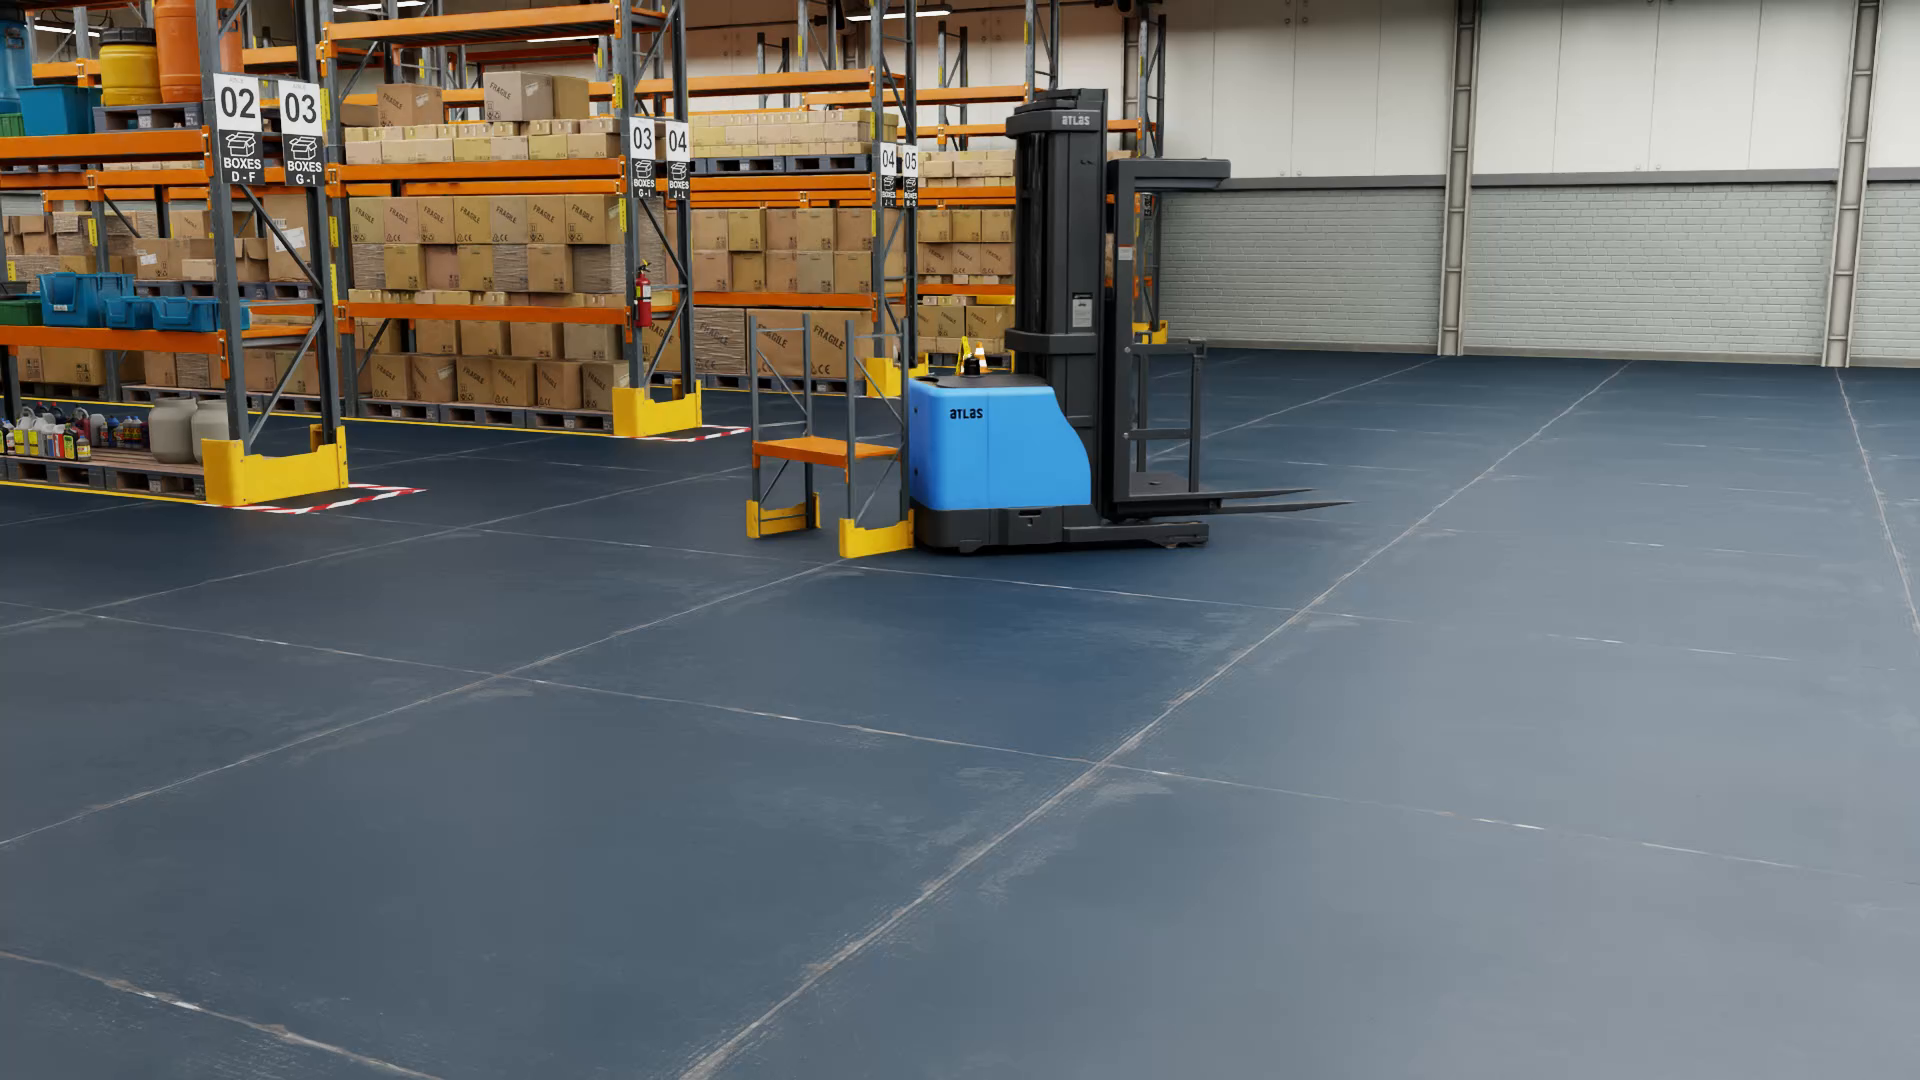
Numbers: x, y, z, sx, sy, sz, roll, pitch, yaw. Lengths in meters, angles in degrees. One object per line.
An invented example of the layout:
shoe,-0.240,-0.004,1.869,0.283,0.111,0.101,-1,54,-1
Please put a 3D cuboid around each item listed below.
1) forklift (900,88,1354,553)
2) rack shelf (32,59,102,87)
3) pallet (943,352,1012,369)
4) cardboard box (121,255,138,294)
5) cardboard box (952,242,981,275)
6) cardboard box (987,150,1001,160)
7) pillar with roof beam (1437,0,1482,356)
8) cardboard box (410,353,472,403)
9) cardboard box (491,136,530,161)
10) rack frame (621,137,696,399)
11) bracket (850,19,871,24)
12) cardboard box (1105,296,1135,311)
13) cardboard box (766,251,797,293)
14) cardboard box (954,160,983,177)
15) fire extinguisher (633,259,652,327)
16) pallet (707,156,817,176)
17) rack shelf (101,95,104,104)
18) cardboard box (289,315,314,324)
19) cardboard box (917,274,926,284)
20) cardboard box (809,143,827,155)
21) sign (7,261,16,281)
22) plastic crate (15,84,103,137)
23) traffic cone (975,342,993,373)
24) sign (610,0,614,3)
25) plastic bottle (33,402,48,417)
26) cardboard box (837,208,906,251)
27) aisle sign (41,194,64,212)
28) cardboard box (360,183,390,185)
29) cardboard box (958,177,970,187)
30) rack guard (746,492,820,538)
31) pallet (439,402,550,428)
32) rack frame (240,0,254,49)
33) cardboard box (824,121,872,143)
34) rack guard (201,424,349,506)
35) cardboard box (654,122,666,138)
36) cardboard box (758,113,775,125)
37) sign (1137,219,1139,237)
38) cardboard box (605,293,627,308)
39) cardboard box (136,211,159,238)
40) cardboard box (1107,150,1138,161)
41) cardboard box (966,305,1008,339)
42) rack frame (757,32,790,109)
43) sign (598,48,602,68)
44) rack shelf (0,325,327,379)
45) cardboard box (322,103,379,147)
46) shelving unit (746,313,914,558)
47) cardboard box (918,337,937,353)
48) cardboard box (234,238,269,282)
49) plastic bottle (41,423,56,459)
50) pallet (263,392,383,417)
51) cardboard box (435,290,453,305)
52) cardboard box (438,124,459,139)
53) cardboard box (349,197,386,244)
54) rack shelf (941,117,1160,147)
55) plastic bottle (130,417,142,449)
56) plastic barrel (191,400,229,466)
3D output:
forklift,1.159,-1.476,11.156,3.031,2.935,1.130,-3,11,-14
rack shelf,-12.091,-5.816,21.243,4.000,0.370,1.077,5,11,26
pallet,0.480,-2.913,26.735,1.213,0.211,1.003,5,11,26
cardboard box,-10.613,-3.389,21.250,0.500,0.500,0.500,5,12,27
cardboard box,0.206,-4.444,26.249,0.500,0.500,0.500,5,11,26
cardboard box,0.613,-5.961,25.786,0.250,0.149,0.380,5,12,27
pillar with roof beam,6.704,-6.993,24.604,0.400,9.000,9.100,5,11,26
cardboard box,-5.853,-1.837,18.798,0.500,0.500,0.500,10,14,44
cardboard box,-4.573,-4.107,17.501,0.500,0.250,0.500,5,12,27
rack frame,-3.124,-2.627,17.324,0.127,3.000,1.000,5,11,26
bracket,-1.937,-10.308,32.813,0.430,0.232,0.235,5,11,26
cardboard box,2.903,-4.335,30.494,0.500,0.250,0.500,5,12,28
cardboard box,-2.141,-3.611,22.340,0.550,0.550,0.875,5,11,26
cardboard box,0.238,-5.798,26.006,0.500,0.250,0.500,5,11,25
fire extinguisher,-3.225,-2.507,16.874,0.183,0.674,0.296,5,11,26
pallet,-2.606,-4.996,22.241,1.213,0.211,1.003,5,11,26
rack shelf,-13.393,-7.111,27.282,4.000,0.370,1.077,5,11,26
cardboard box,-10.120,-3.520,25.989,0.500,0.250,0.500,6,12,28
cardboard box,-0.531,-4.205,26.748,0.250,0.149,0.380,5,11,26
cardboard box,-1.743,-5.032,21.433,0.250,0.149,0.380,5,11,27
sign,-8.649,-2.375,15.151,0.005,0.325,0.100,5,11,26
plastic crate,-7.158,-3.407,13.252,0.575,0.384,0.392,5,11,26
traffic cone,0.305,-2.789,25.344,0.334,0.463,0.336,5,11,26
sign,-4.655,-7.090,22.290,0.005,0.325,0.100,5,11,26
plastic bottle,-8.197,-1.060,14.865,0.185,0.351,0.144,5,11,24
cardboard box,-1.154,-4.052,21.743,0.550,0.550,0.875,5,11,26
aisle sign,-15.385,-5.909,28.159,0.004,0.787,0.394,5,11,26
cardboard box,-8.637,-5.571,24.888,0.500,0.500,0.500,5,11,26
cardboard box,0.159,-5.617,26.127,0.250,0.149,0.380,5,11,26
rack guard,-1.220,-0.175,11.497,0.587,0.250,0.087,-10,14,-42
pallet,-4.995,-1.427,18.523,1.213,0.211,1.003,5,11,26
rack frame,-11.600,-7.309,26.347,0.127,3.000,1.000,5,11,26
cardboard box,-1.401,-5.210,21.297,0.500,0.250,0.500,5,11,27
rack guard,-5.404,-0.605,13.167,0.348,0.500,1.175,5,11,26
cardboard box,-3.268,-4.284,17.358,0.250,0.149,0.380,5,11,25
cardboard box,-2.431,-5.485,21.696,0.250,0.149,0.380,5,11,25
sign,3.202,-5.604,29.854,0.005,0.325,0.100,5,11,26
cardboard box,-3.471,-2.493,17.288,0.250,0.149,0.380,5,11,26
cardboard box,-13.060,-5.121,27.179,0.500,0.500,0.500,5,12,27
cardboard box,2.949,-6.780,30.106,0.500,0.500,0.500,5,12,28
cardboard box,0.427,-3.454,26.328,0.500,0.500,0.500,5,11,26
rack frame,-3.720,-8.585,33.400,0.127,3.000,1.000,5,11,26
sign,-6.155,-8.241,28.429,0.005,0.325,0.100,5,11,26
rack shelf,-7.109,-1.640,13.888,4.000,0.370,1.077,5,11,26
cardboard box,-7.088,-4.729,19.044,0.637,0.503,0.797,4,11,23
shelving unit,-0.878,-0.726,11.029,0.587,1.500,1.083,-10,14,-42
cardboard box,-0.515,-3.167,26.846,0.500,0.250,0.500,5,11,24
cardboard box,-8.306,-3.322,19.692,0.637,0.503,0.797,6,12,32
plastic bottle,-7.494,-0.822,13.764,0.135,0.276,0.152,5,11,24
pallet,-7.410,-1.631,19.651,1.213,0.211,1.003,5,11,26
cardboard box,-5.519,-2.659,18.206,0.250,0.149,0.380,5,11,26
cardboard box,-5.370,-4.369,17.828,0.250,0.149,0.380,5,11,25
cardboard box,-6.420,-3.554,18.521,0.500,0.500,0.500,5,11,26
rack shelf,1.661,-7.562,30.887,4.000,0.370,1.077,5,11,26
plastic bottle,-7.111,-0.930,14.371,0.097,0.271,0.097,0,10,0
plastic barrel,-5.939,-0.858,13.356,0.421,0.512,0.421,0,10,0
